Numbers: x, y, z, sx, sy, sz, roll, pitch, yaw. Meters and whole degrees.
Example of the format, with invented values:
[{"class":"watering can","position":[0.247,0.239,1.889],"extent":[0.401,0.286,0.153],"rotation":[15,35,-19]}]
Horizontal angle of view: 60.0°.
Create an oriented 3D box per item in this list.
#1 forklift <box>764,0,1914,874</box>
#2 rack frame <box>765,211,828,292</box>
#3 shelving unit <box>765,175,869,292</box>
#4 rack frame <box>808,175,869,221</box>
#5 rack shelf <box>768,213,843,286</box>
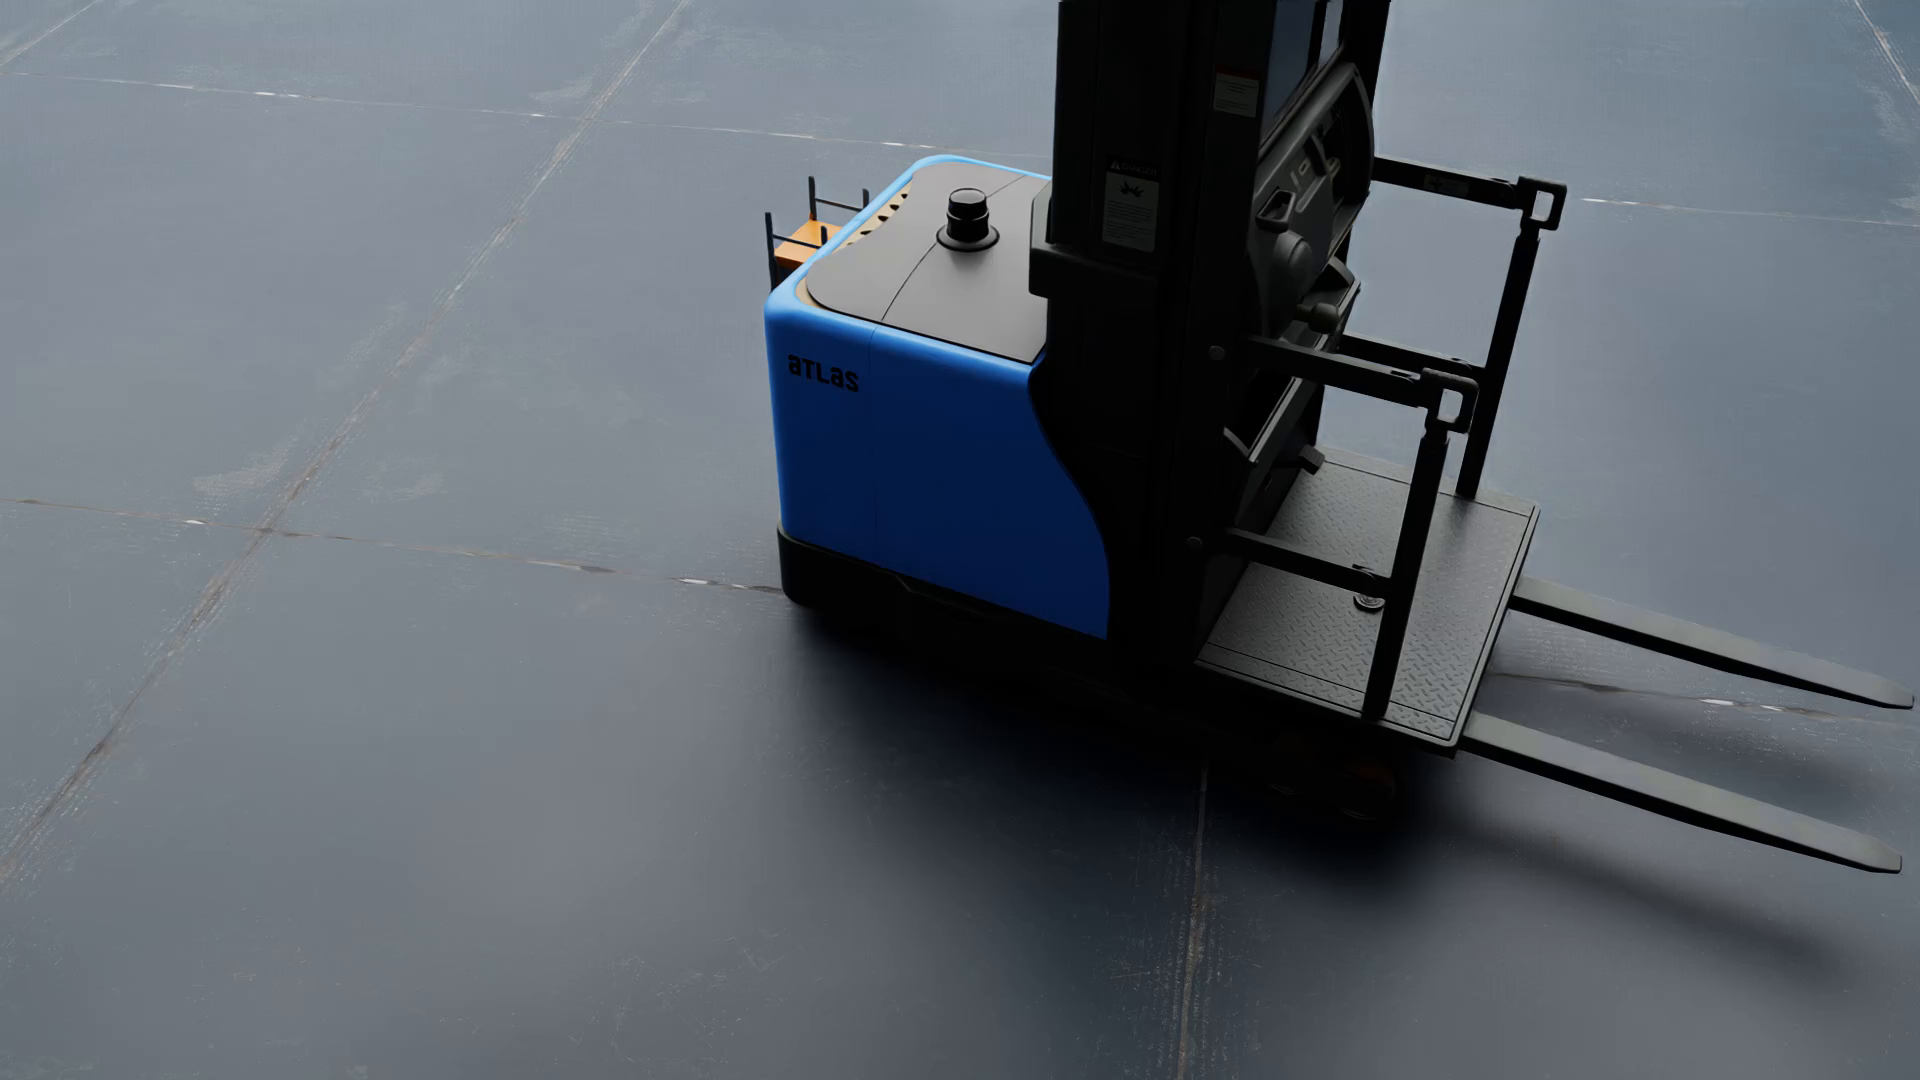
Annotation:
[{"class":"forklift","position":[1.022,-0.786,3.900],"extent":[3.031,2.935,1.130],"rotation":[17,43,20]},{"class":"rack frame","position":[-0.464,-0.501,5.032],"extent":[0.200,1.050,0.008],"rotation":[17,43,20]},{"class":"shelving unit","position":[-0.410,-0.571,5.116],"extent":[0.215,1.050,0.252],"rotation":[17,43,20]},{"class":"rack frame","position":[-0.356,-0.640,5.201],"extent":[0.200,1.050,0.008],"rotation":[17,43,20]},{"class":"rack shelf","position":[-0.410,-0.781,4.942],"extent":[0.215,0.259,0.240],"rotation":[17,43,20]}]
